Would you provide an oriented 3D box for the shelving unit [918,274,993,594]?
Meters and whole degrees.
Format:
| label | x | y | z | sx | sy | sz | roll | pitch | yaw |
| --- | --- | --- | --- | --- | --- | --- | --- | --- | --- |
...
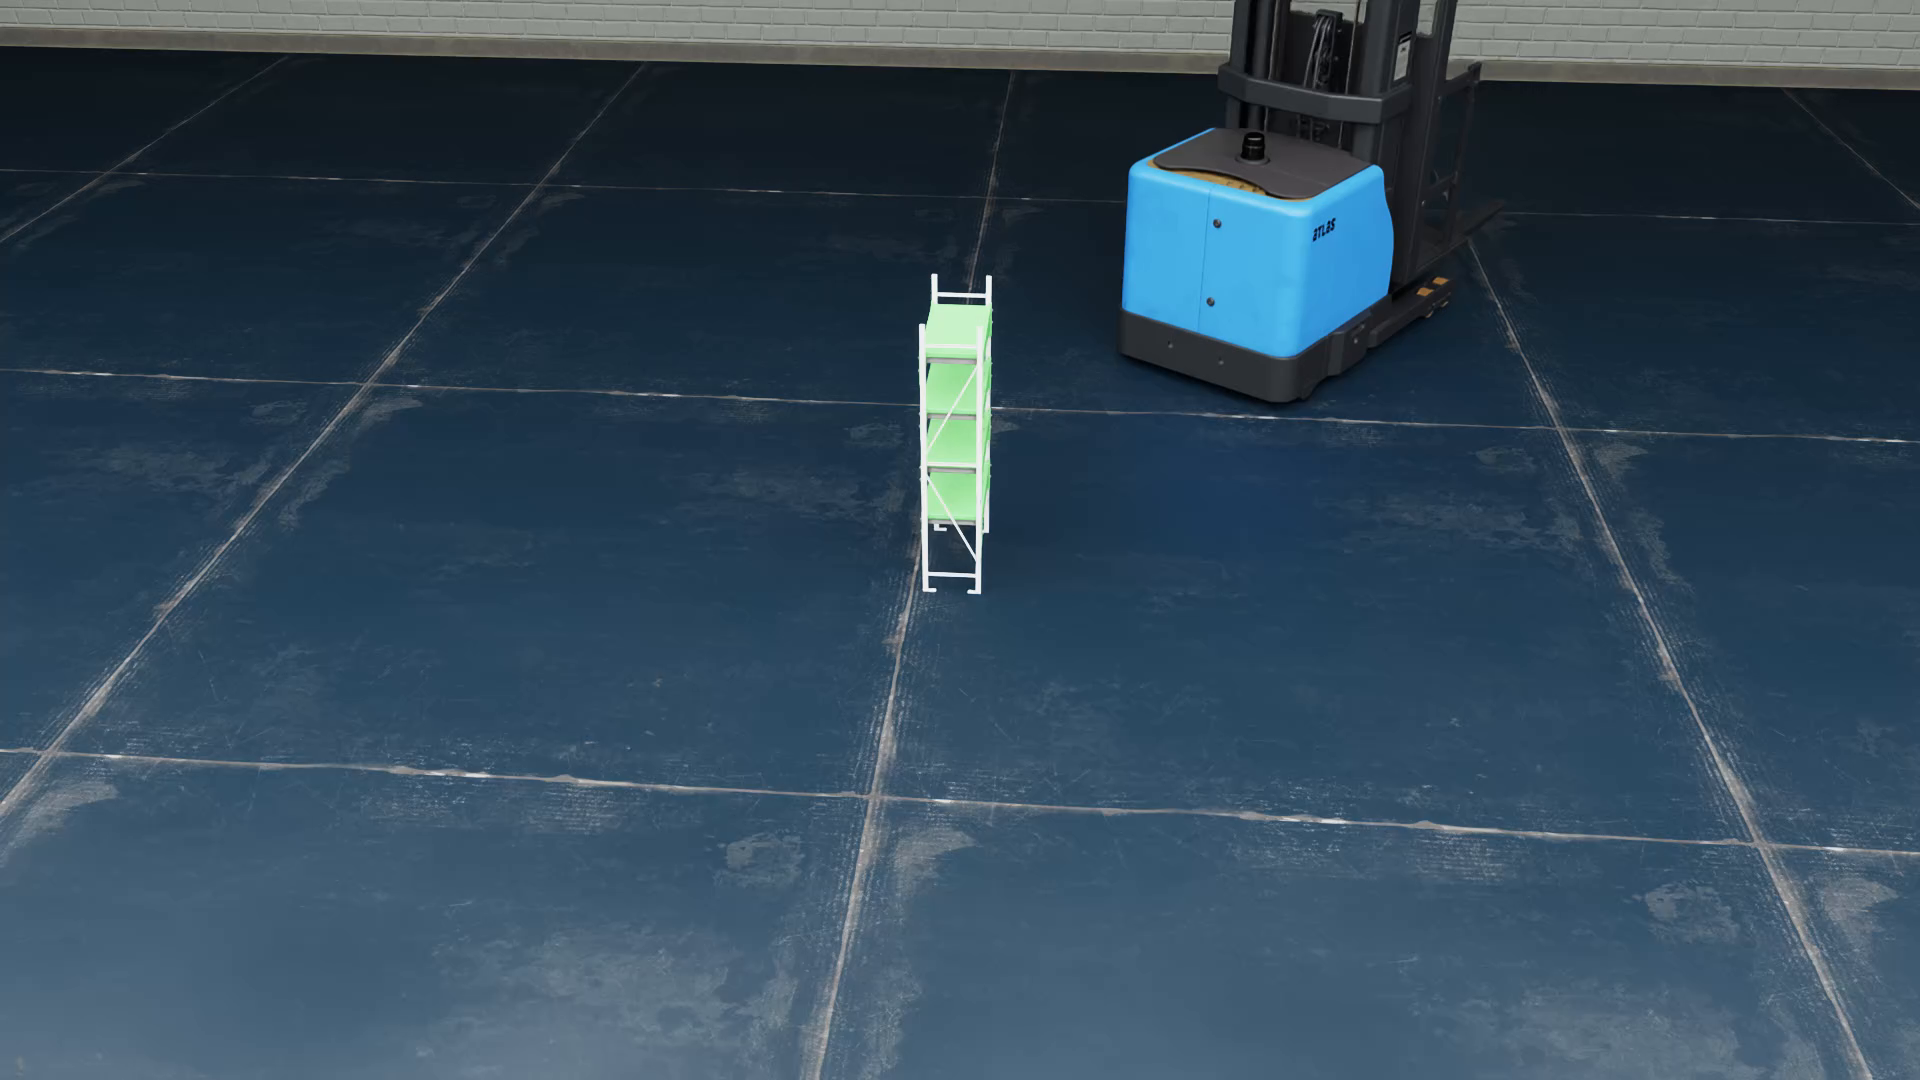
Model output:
| label | x | y | z | sx | sy | sz | roll | pitch | yaw |
| --- | --- | --- | --- | --- | --- | --- | --- | --- | --- |
| shelving unit | -0.013 | -0.424 | 6.795 | 0.258 | 1.200 | 0.503 | 2 | 32 | 4 |

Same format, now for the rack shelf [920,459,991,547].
| label | x | y | z | sx | sy | sz | roll | pitch | yaw |
| --- | --- | --- | --- | --- | --- | --- | --- | --- | --- |
| rack shelf | -0.013 | -0.166 | 6.954 | 0.258 | 0.148 | 0.480 | 2 | 32 | 4 |

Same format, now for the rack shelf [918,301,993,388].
| label | x | y | z | sx | sy | sz | roll | pitch | yaw |
| --- | --- | --- | --- | --- | --- | --- | --- | --- | --- |
| rack shelf | -0.013 | -0.778 | 6.576 | 0.258 | 0.148 | 0.480 | 2 | 32 | 4 |

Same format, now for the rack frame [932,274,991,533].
| label | x | y | z | sx | sy | sz | roll | pitch | yaw |
| --- | --- | --- | --- | --- | --- | --- | --- | --- | --- |
| rack frame | 0.006 | -0.552 | 7.002 | 0.240 | 1.200 | 0.015 | 2 | 32 | 4 |

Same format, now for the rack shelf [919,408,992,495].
| label | x | y | z | sx | sy | sz | roll | pitch | yaw |
| --- | --- | --- | --- | --- | --- | --- | --- | --- | --- |
| rack shelf | -0.013 | -0.370 | 6.828 | 0.258 | 0.148 | 0.480 | 2 | 32 | 4 |

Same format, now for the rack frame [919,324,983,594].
| label | x | y | z | sx | sy | sz | roll | pitch | yaw |
| --- | --- | --- | --- | --- | --- | --- | --- | --- | --- |
| rack frame | -0.033 | -0.297 | 6.588 | 0.240 | 1.200 | 0.015 | 2 | 32 | 4 |

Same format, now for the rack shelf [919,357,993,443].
| label | x | y | z | sx | sy | sz | roll | pitch | yaw |
| --- | --- | --- | --- | --- | --- | --- | --- | --- | --- |
| rack shelf | -0.013 | -0.574 | 6.702 | 0.258 | 0.148 | 0.480 | 2 | 32 | 4 |

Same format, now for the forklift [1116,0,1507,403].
| label | x | y | z | sx | sy | sz | roll | pitch | yaw |
| --- | --- | --- | --- | --- | --- | --- | --- | --- | --- |
| forklift | 2.142 | -2.631 | 8.726 | 1.130 | 2.935 | 3.031 | 23 | 38 | 32 |
